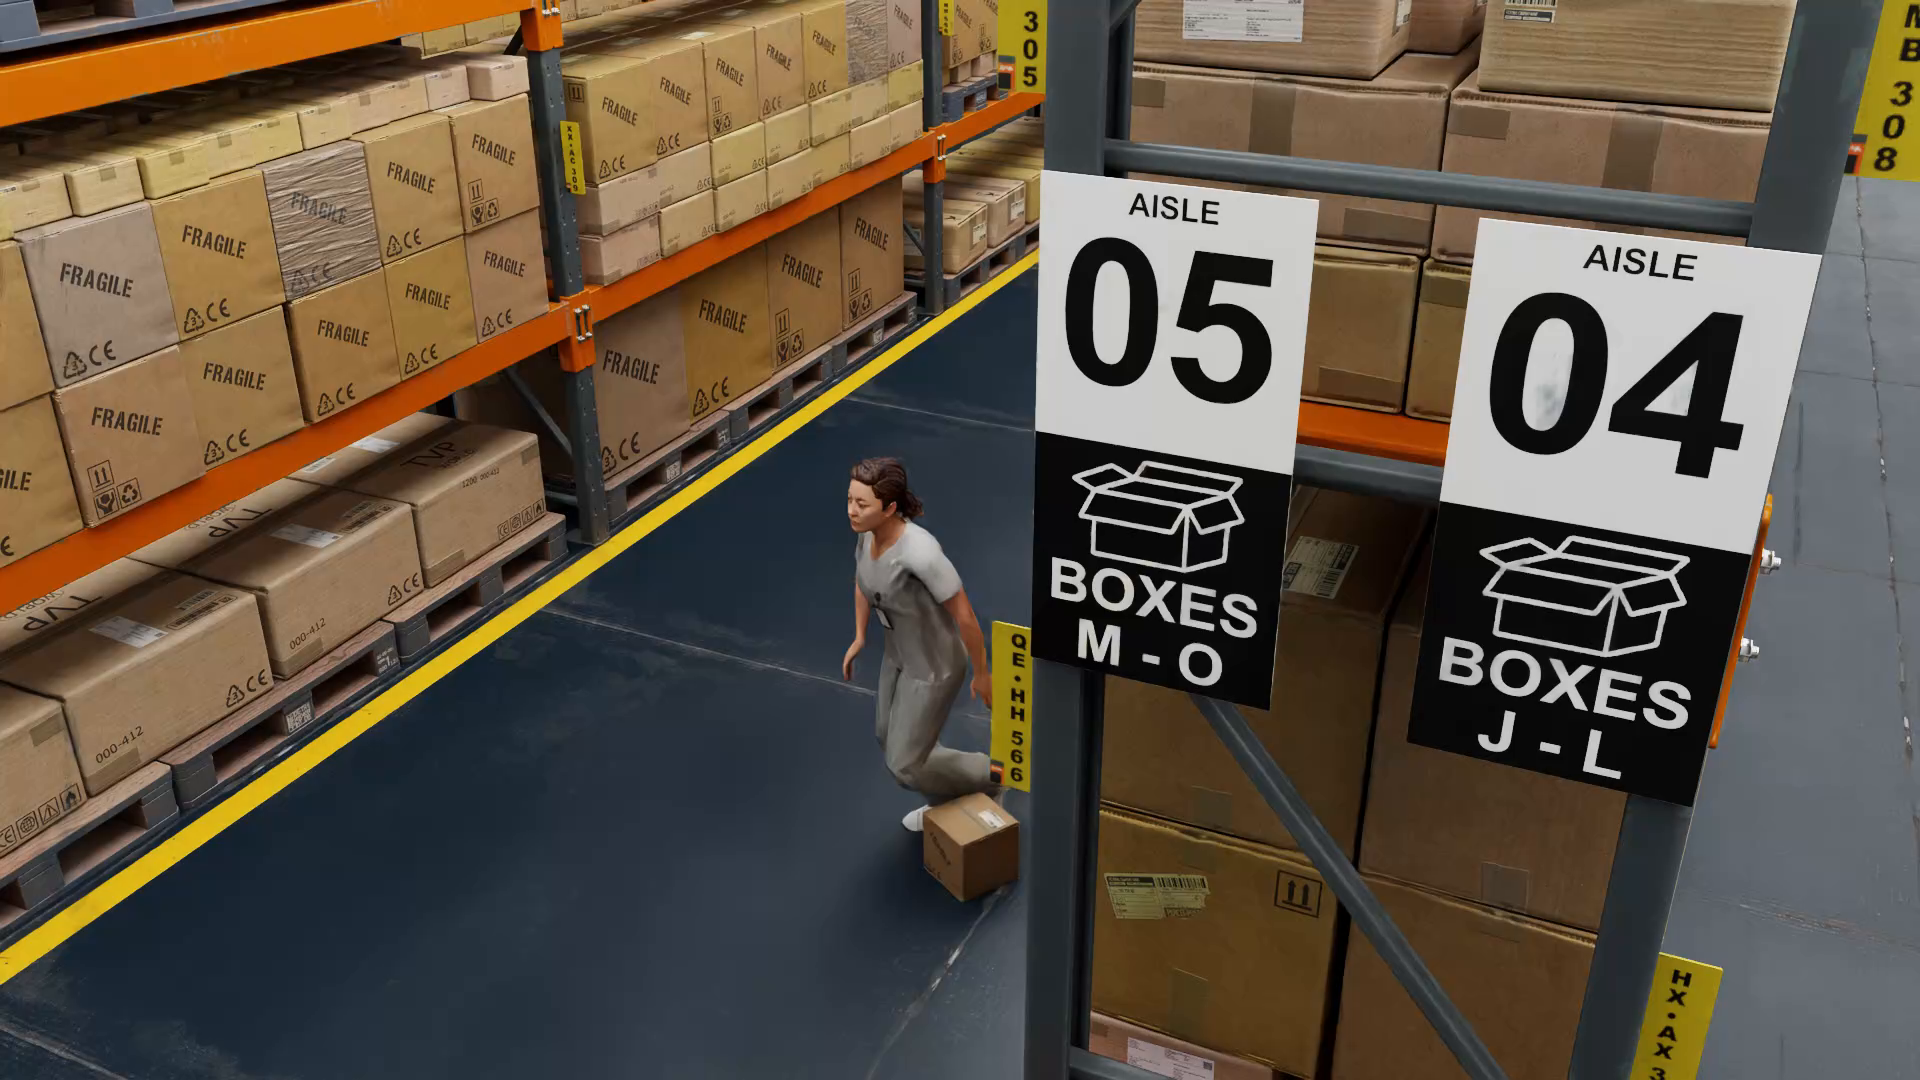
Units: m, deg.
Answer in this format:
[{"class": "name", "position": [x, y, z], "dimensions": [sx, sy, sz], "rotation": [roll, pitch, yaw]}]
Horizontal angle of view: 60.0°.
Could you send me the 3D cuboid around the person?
[{"class": "person", "position": [-0.094, 0.413, 5.893], "dimensions": [0.622, 1.579, 0.585], "rotation": [-11, 28, -22]}]
